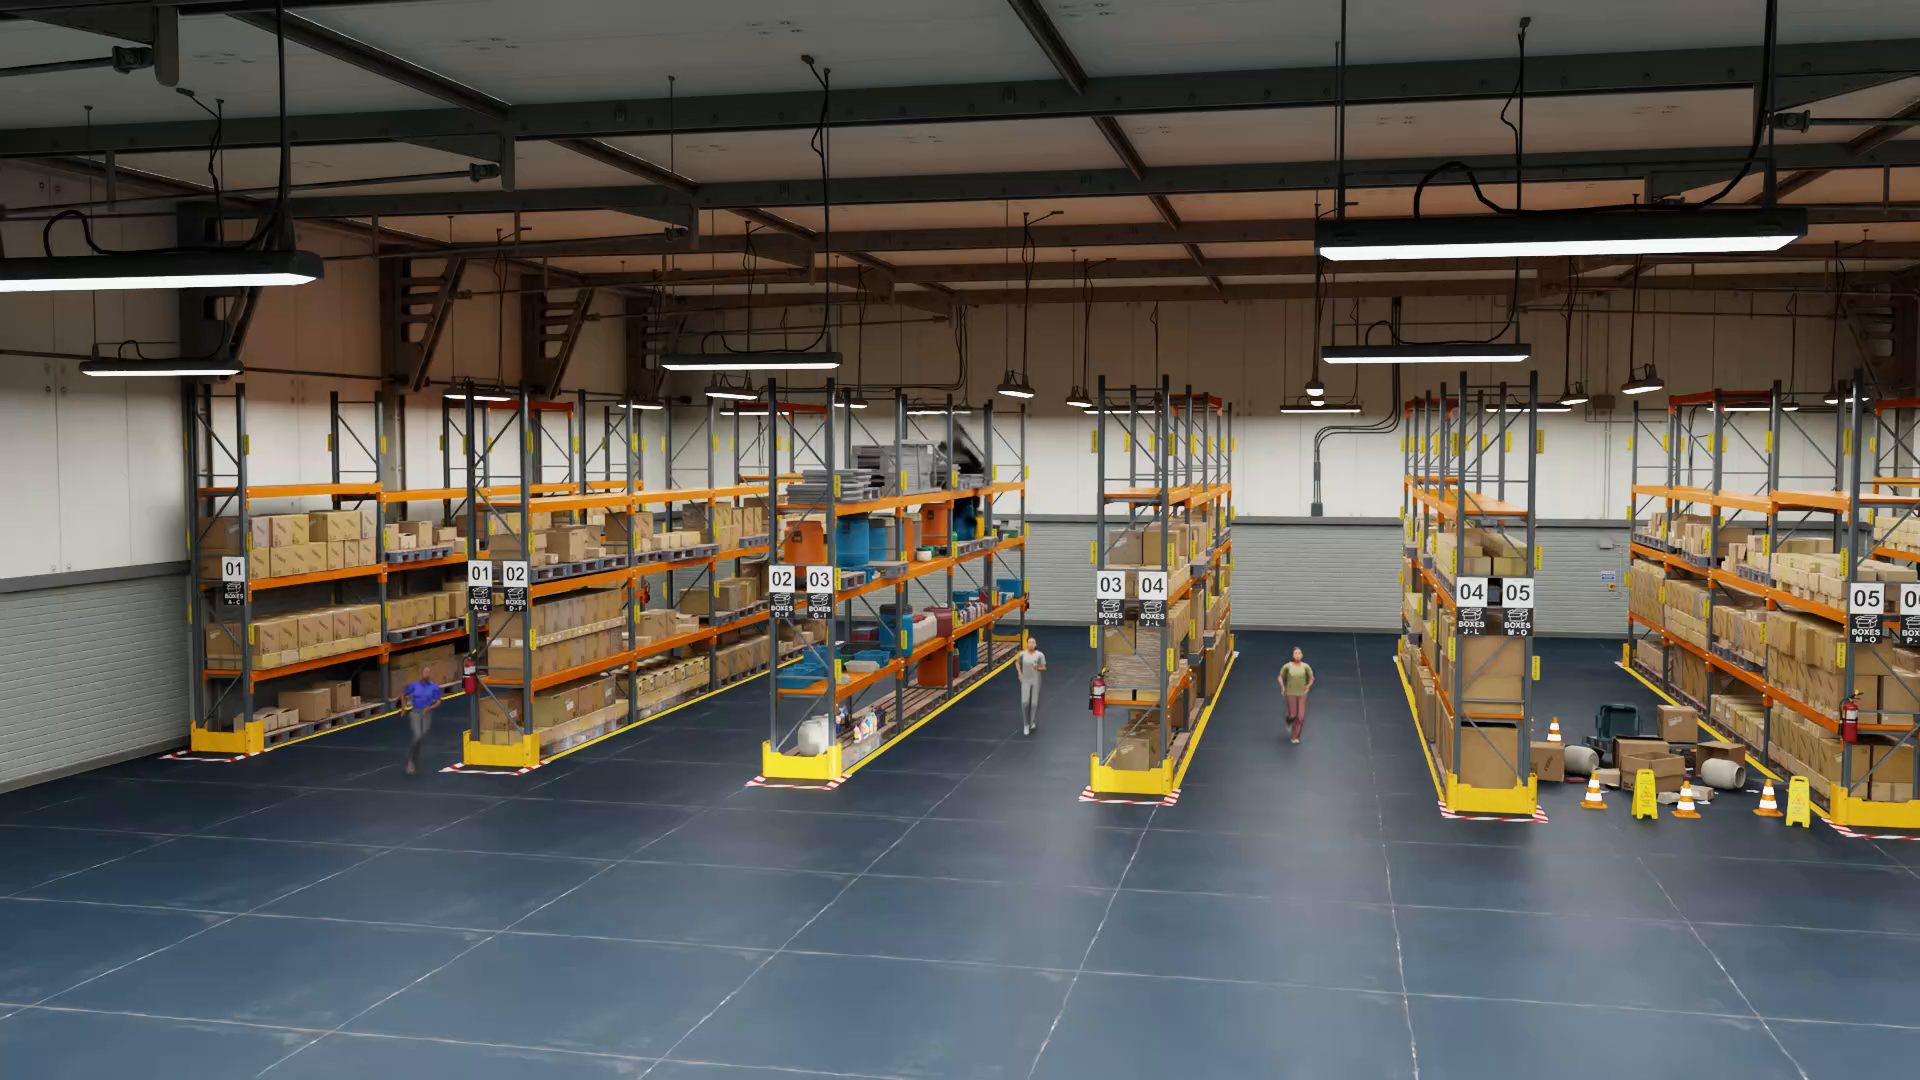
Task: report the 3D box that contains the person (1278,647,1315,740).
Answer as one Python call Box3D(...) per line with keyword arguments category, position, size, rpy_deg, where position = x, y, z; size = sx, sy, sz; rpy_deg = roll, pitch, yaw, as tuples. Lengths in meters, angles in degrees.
Box3D(category="person", position=(5.651, 2.589, 27.881), size=(0.591, 1.545, 0.498), rpy_deg=(0, 3, 3))

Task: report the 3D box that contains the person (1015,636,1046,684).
Box3D(category="person", position=(1.226, 2.079, 28.791), size=(0.543, 0.822, 0.593), rpy_deg=(0, 3, 3))
